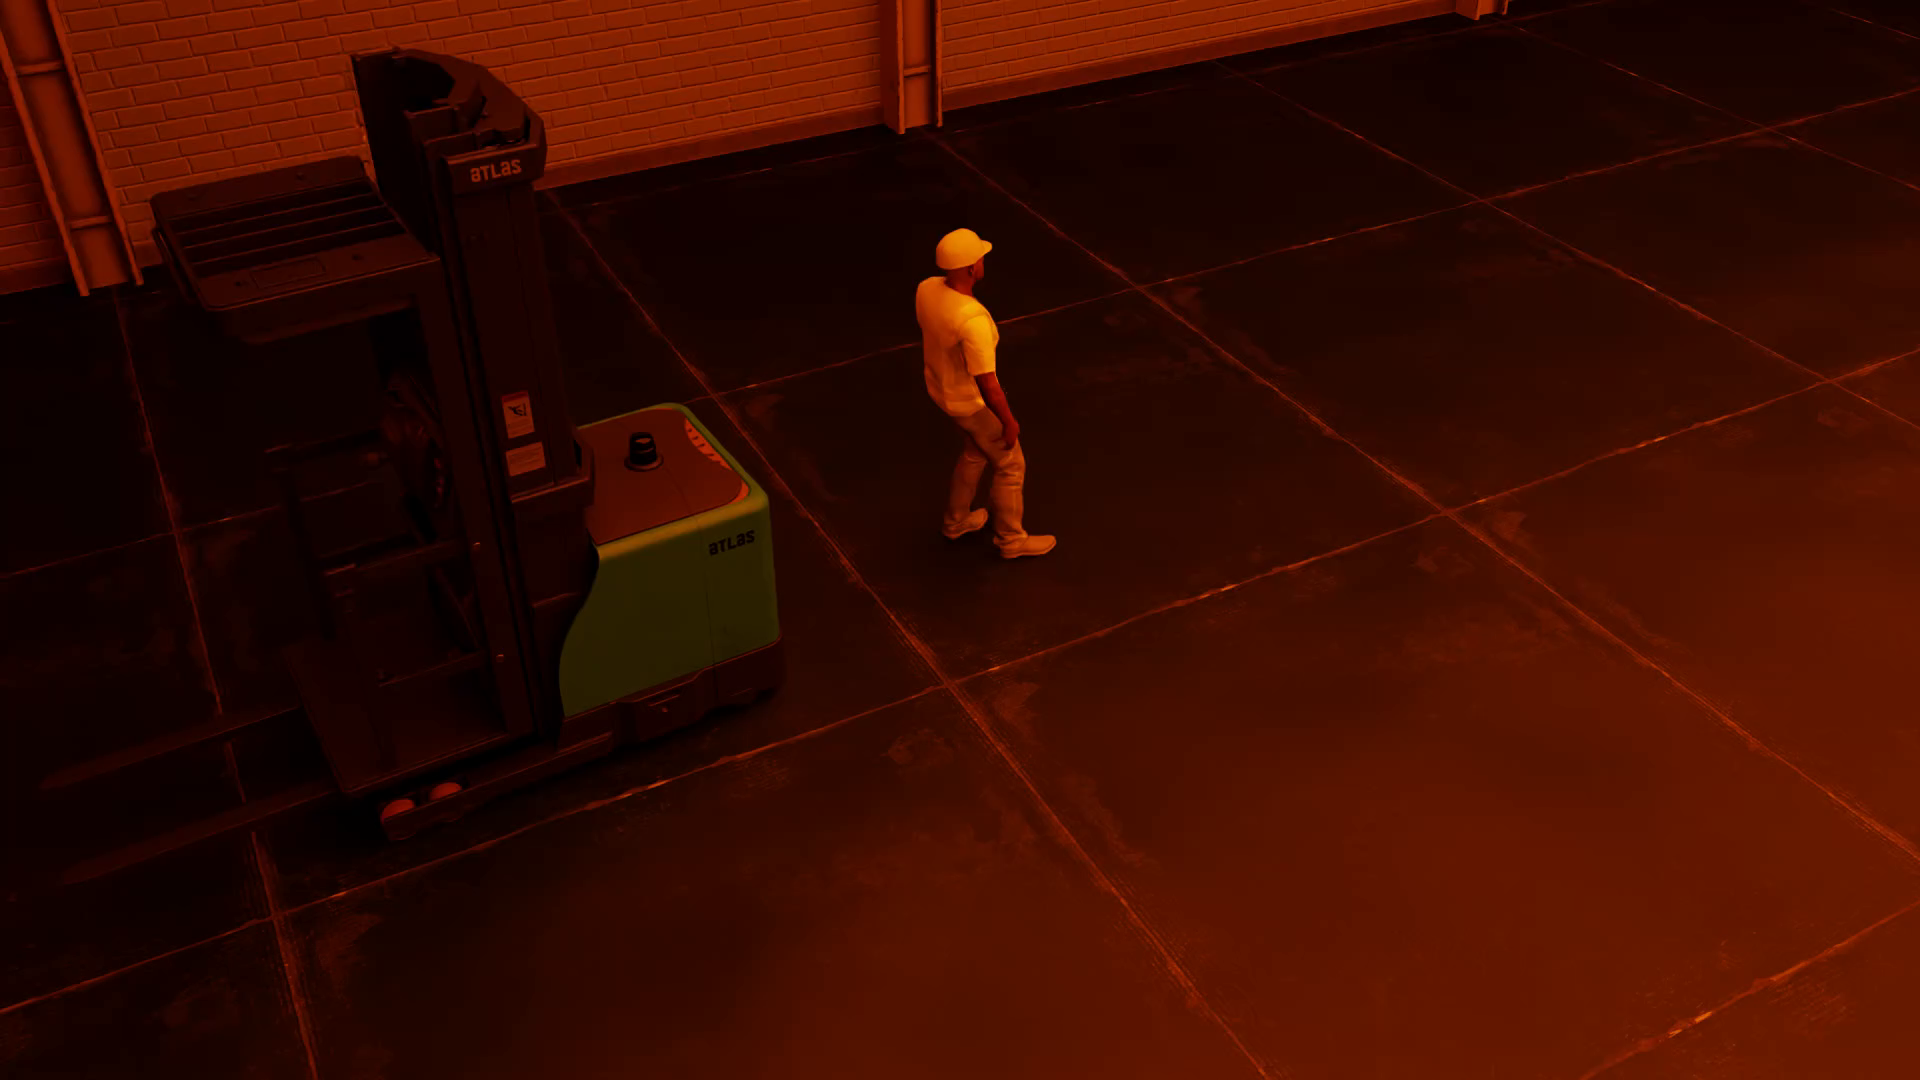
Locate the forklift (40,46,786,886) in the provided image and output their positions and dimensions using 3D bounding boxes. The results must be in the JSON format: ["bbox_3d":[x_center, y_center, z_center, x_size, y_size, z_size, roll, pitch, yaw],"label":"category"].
[{"bbox_3d":[-2.330,-0.304,6.553,3.031,2.935,1.130,-19,40,-25],"label":"forklift"}]

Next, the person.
[{"bbox_3d":[0.117,-0.737,8.216,0.581,1.740,0.724,-16,38,-21],"label":"person"}]
